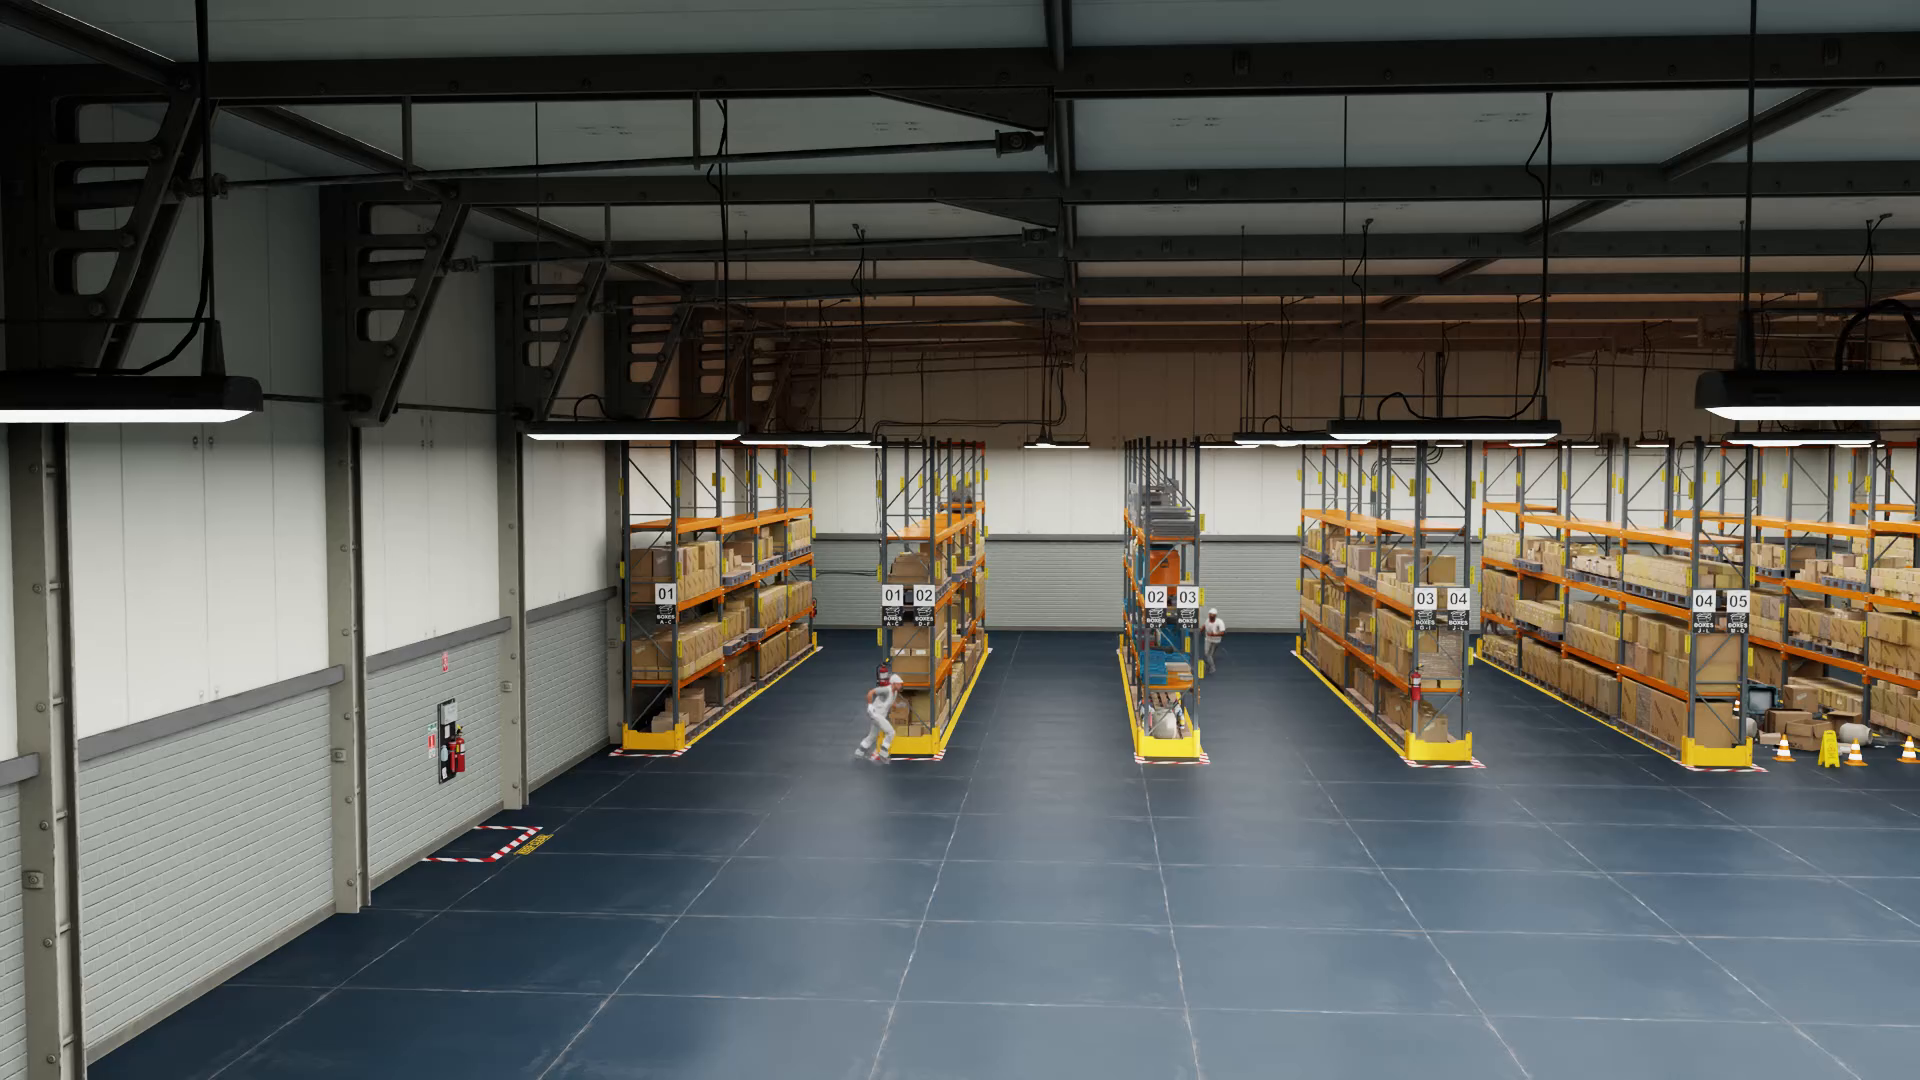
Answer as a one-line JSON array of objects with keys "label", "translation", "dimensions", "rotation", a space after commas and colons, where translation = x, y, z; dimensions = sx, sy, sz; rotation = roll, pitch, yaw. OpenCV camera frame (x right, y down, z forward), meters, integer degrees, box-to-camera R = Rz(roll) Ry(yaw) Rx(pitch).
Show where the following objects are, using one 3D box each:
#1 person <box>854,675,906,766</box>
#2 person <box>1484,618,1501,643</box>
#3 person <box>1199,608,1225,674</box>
[{"label": "person", "translation": [-1.485, 3.291, 30.310], "dimensions": [1.000, 1.694, 0.706], "rotation": [1, 3, 20]}, {"label": "person", "translation": [15.314, 2.270, 47.995], "dimensions": [0.939, 1.738, 0.635], "rotation": [-2, 4, -34]}, {"label": "person", "translation": [6.490, 2.601, 42.968], "dimensions": [0.809, 1.704, 0.688], "rotation": [1, 3, 25]}]
